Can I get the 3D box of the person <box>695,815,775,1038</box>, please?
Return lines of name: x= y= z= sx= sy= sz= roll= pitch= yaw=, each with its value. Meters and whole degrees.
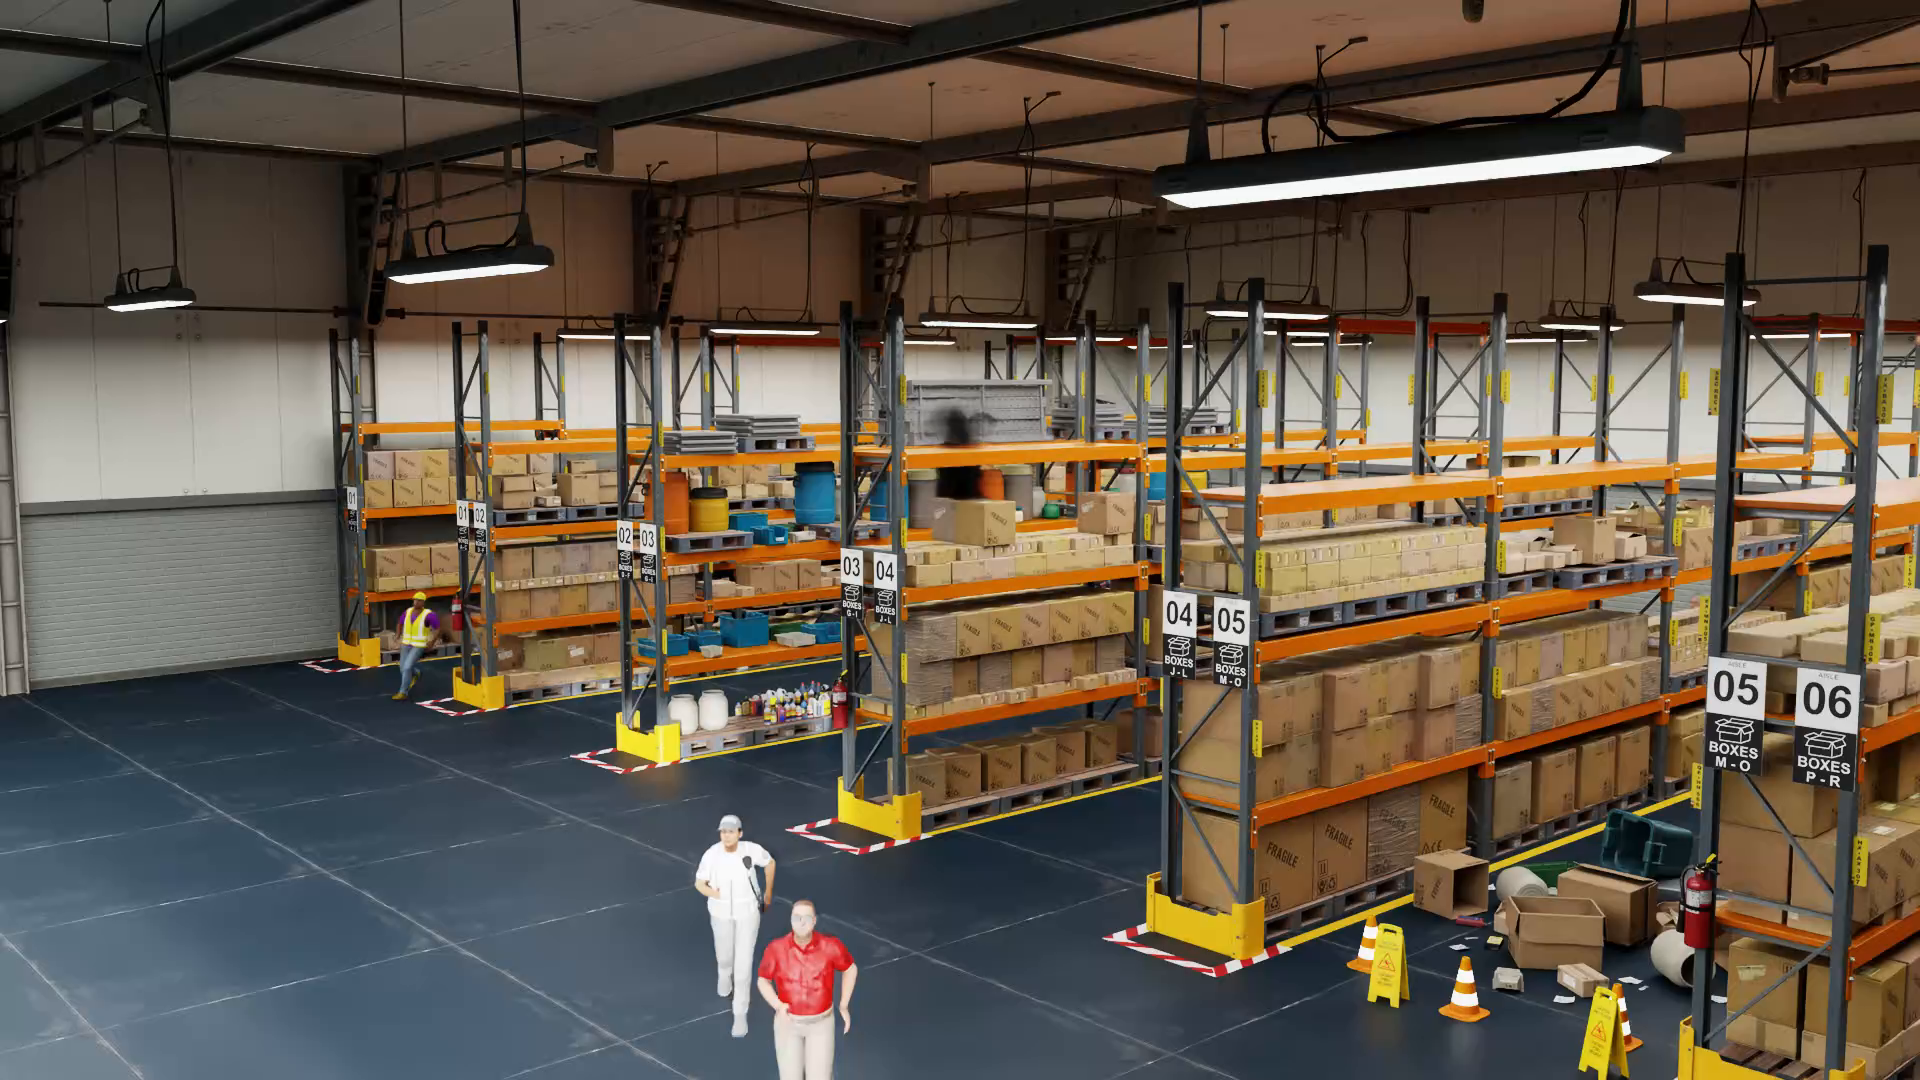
person: x=-1.804 y=3.022 z=13.396 sx=0.614 sy=1.697 sz=0.930 roll=0 pitch=6 yaw=1

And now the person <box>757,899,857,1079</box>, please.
person: x=-1.029 y=3.241 z=11.079 sx=0.660 sy=1.686 sz=0.594 roll=0 pitch=6 yaw=1

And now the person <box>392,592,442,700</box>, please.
person: x=-8.718 y=1.681 z=26.680 sx=0.757 sy=1.710 sz=0.782 roll=1 pitch=6 yaw=12

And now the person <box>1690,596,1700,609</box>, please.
person: x=11.467 y=1.739 z=25.856 sx=0.828 sy=1.735 sz=0.733 roll=-4 pitch=7 yaw=-33
